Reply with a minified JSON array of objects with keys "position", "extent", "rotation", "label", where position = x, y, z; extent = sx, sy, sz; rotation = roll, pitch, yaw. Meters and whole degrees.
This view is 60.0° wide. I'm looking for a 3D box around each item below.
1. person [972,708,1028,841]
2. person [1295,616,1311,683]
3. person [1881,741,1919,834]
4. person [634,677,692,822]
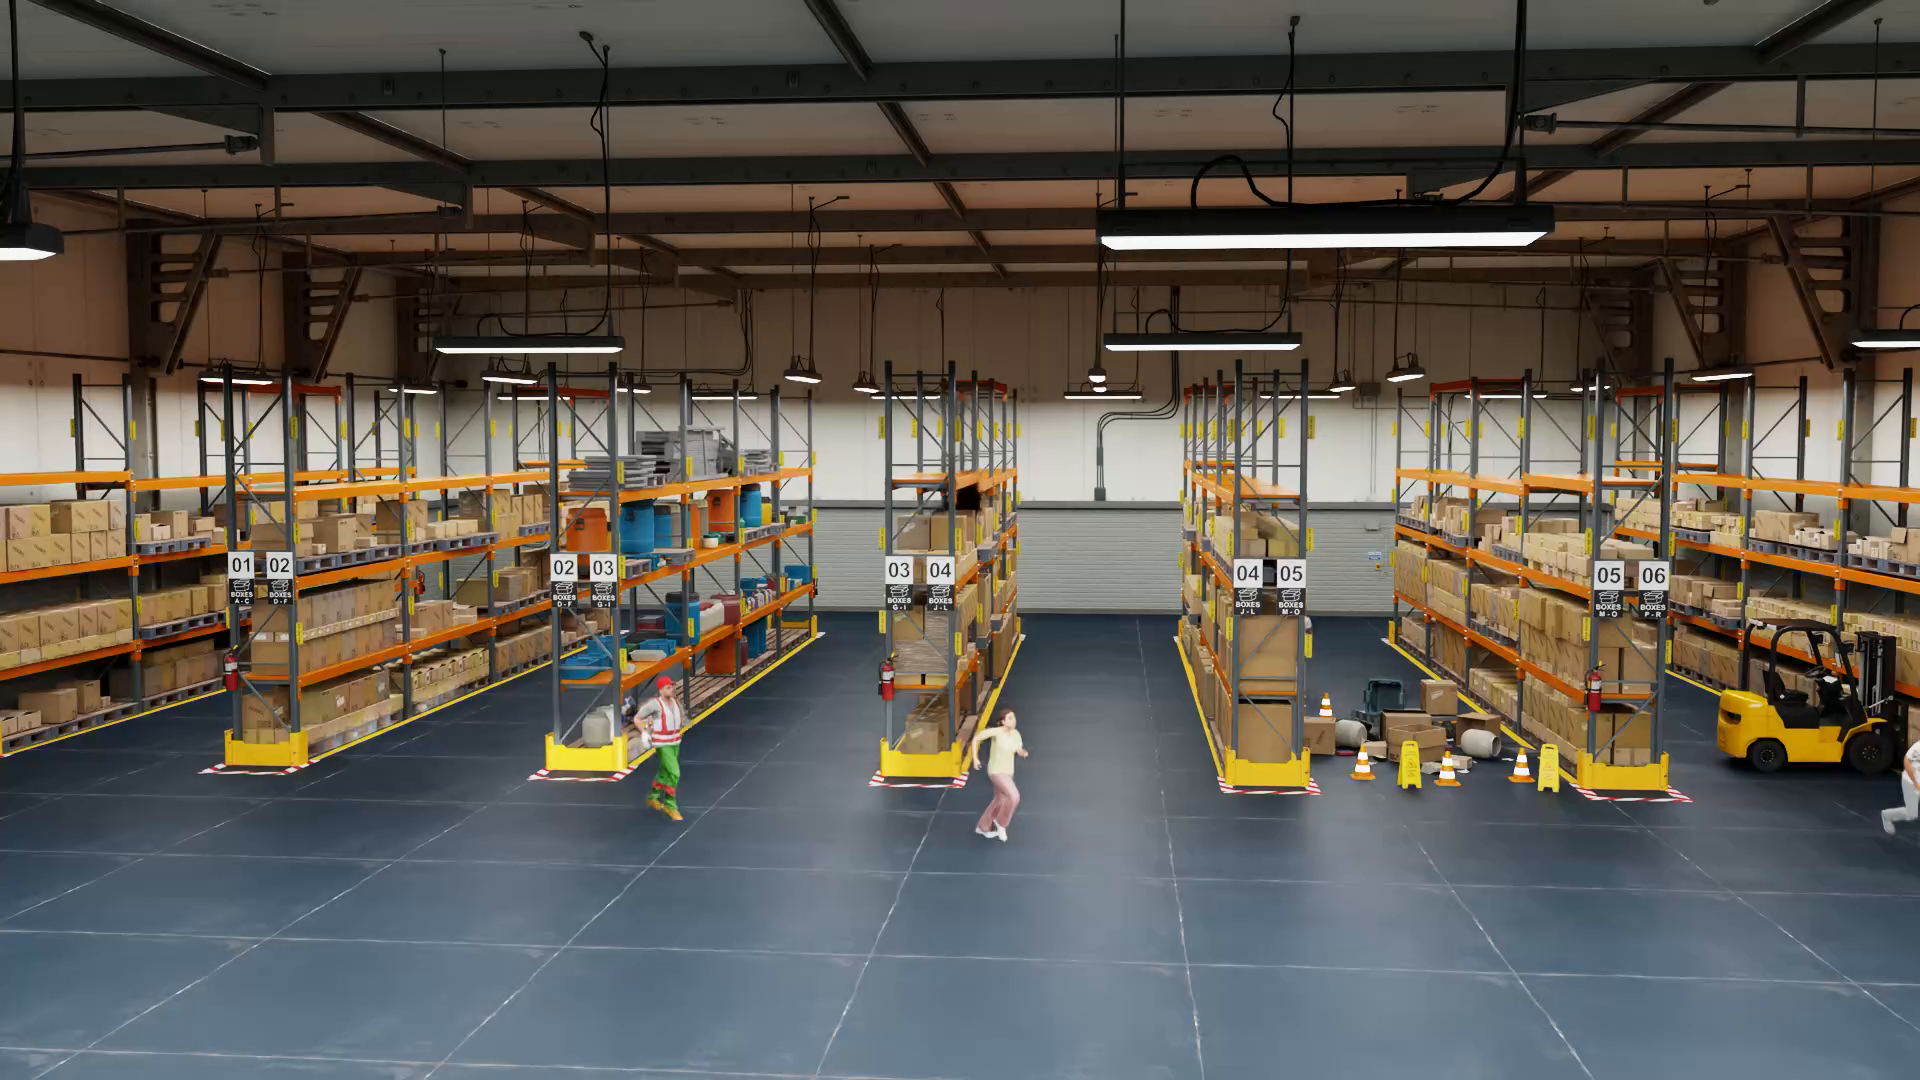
[{"position":[0.495,2.837,20.144],"extent":[0.609,1.618,0.756],"rotation":[-4,5,-44],"label":"person"},{"position":[6.635,2.022,32.763],"extent":[0.536,1.626,0.695],"rotation":[0,4,3],"label":"person"},{"position":[11.428,2.932,19.798],"extent":[0.615,1.624,0.964],"rotation":[-1,4,-19],"label":"person"},{"position":[-3.808,2.690,21.518],"extent":[0.794,1.849,0.654],"rotation":[2,4,30],"label":"person"}]
